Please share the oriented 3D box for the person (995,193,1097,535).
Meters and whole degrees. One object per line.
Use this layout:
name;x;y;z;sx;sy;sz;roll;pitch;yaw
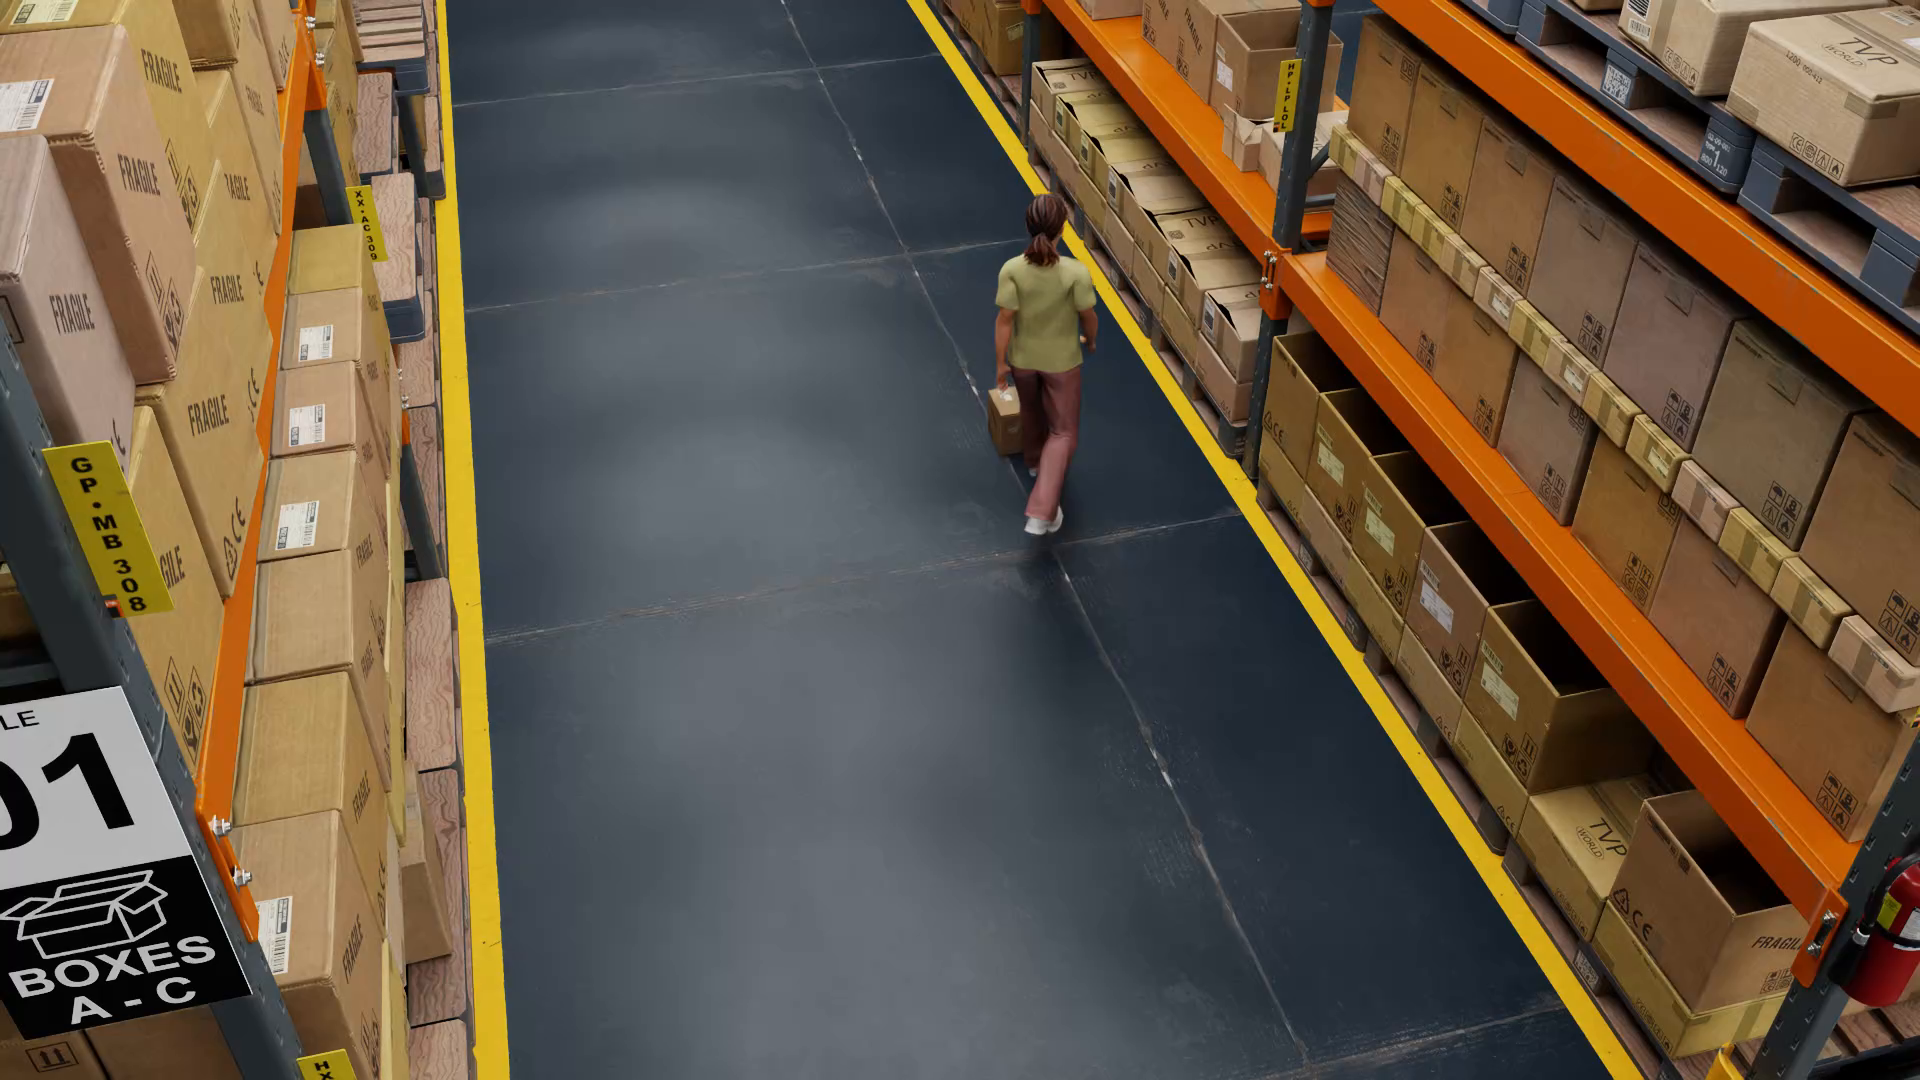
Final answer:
person;0.401;-0.841;7.777;0.451;1.642;0.962;10;39;12
